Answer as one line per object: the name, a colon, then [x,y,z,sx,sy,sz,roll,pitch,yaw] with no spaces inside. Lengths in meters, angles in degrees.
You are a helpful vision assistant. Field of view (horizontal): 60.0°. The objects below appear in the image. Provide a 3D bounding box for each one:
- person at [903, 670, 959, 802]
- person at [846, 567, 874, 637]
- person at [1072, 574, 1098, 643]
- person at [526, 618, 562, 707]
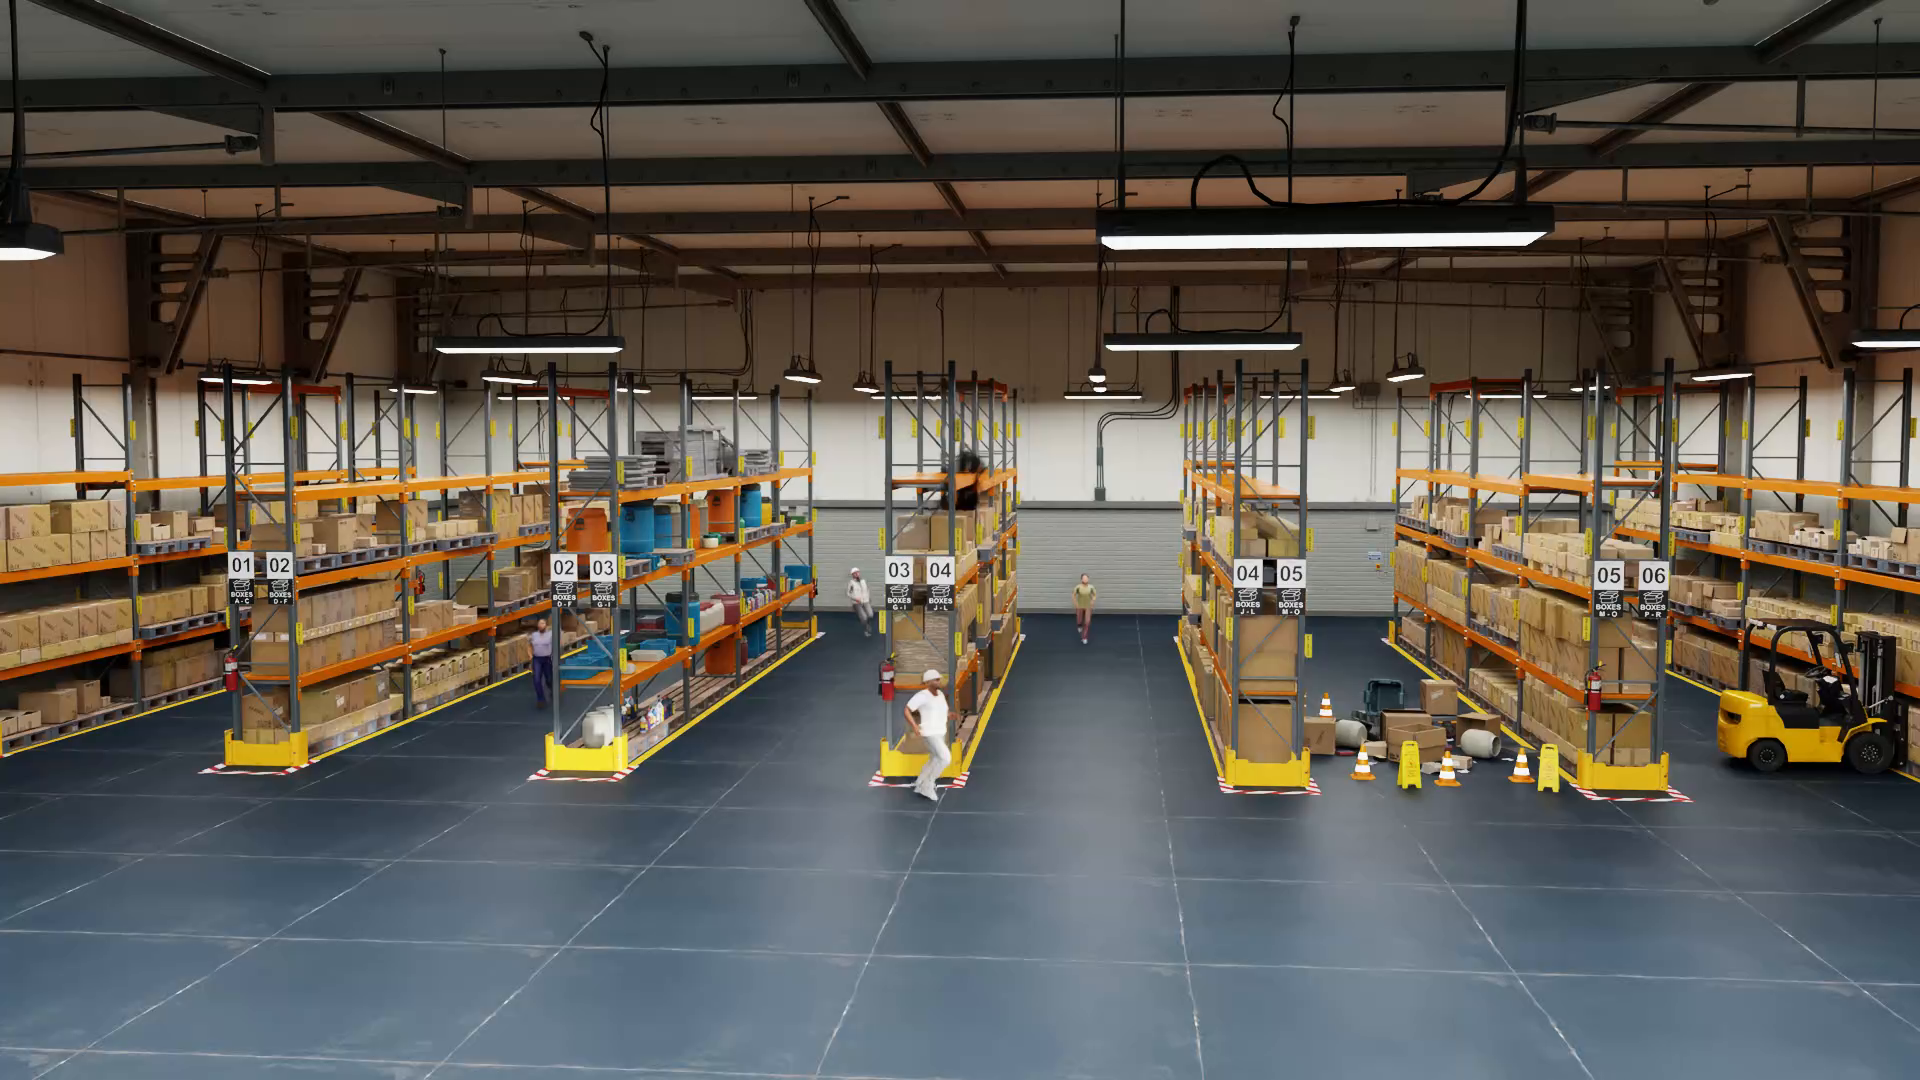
person: [-0.343,2.642,22.526,0.701,1.772,0.677,2,4,28]
person: [-2.396,1.514,40.209,0.698,1.697,0.551,-2,4,-32]
person: [2.963,1.612,39.439,0.598,1.619,0.643,0,4,4]
person: [-7.560,2.210,30.233,0.648,1.596,0.649,0,4,-1]
